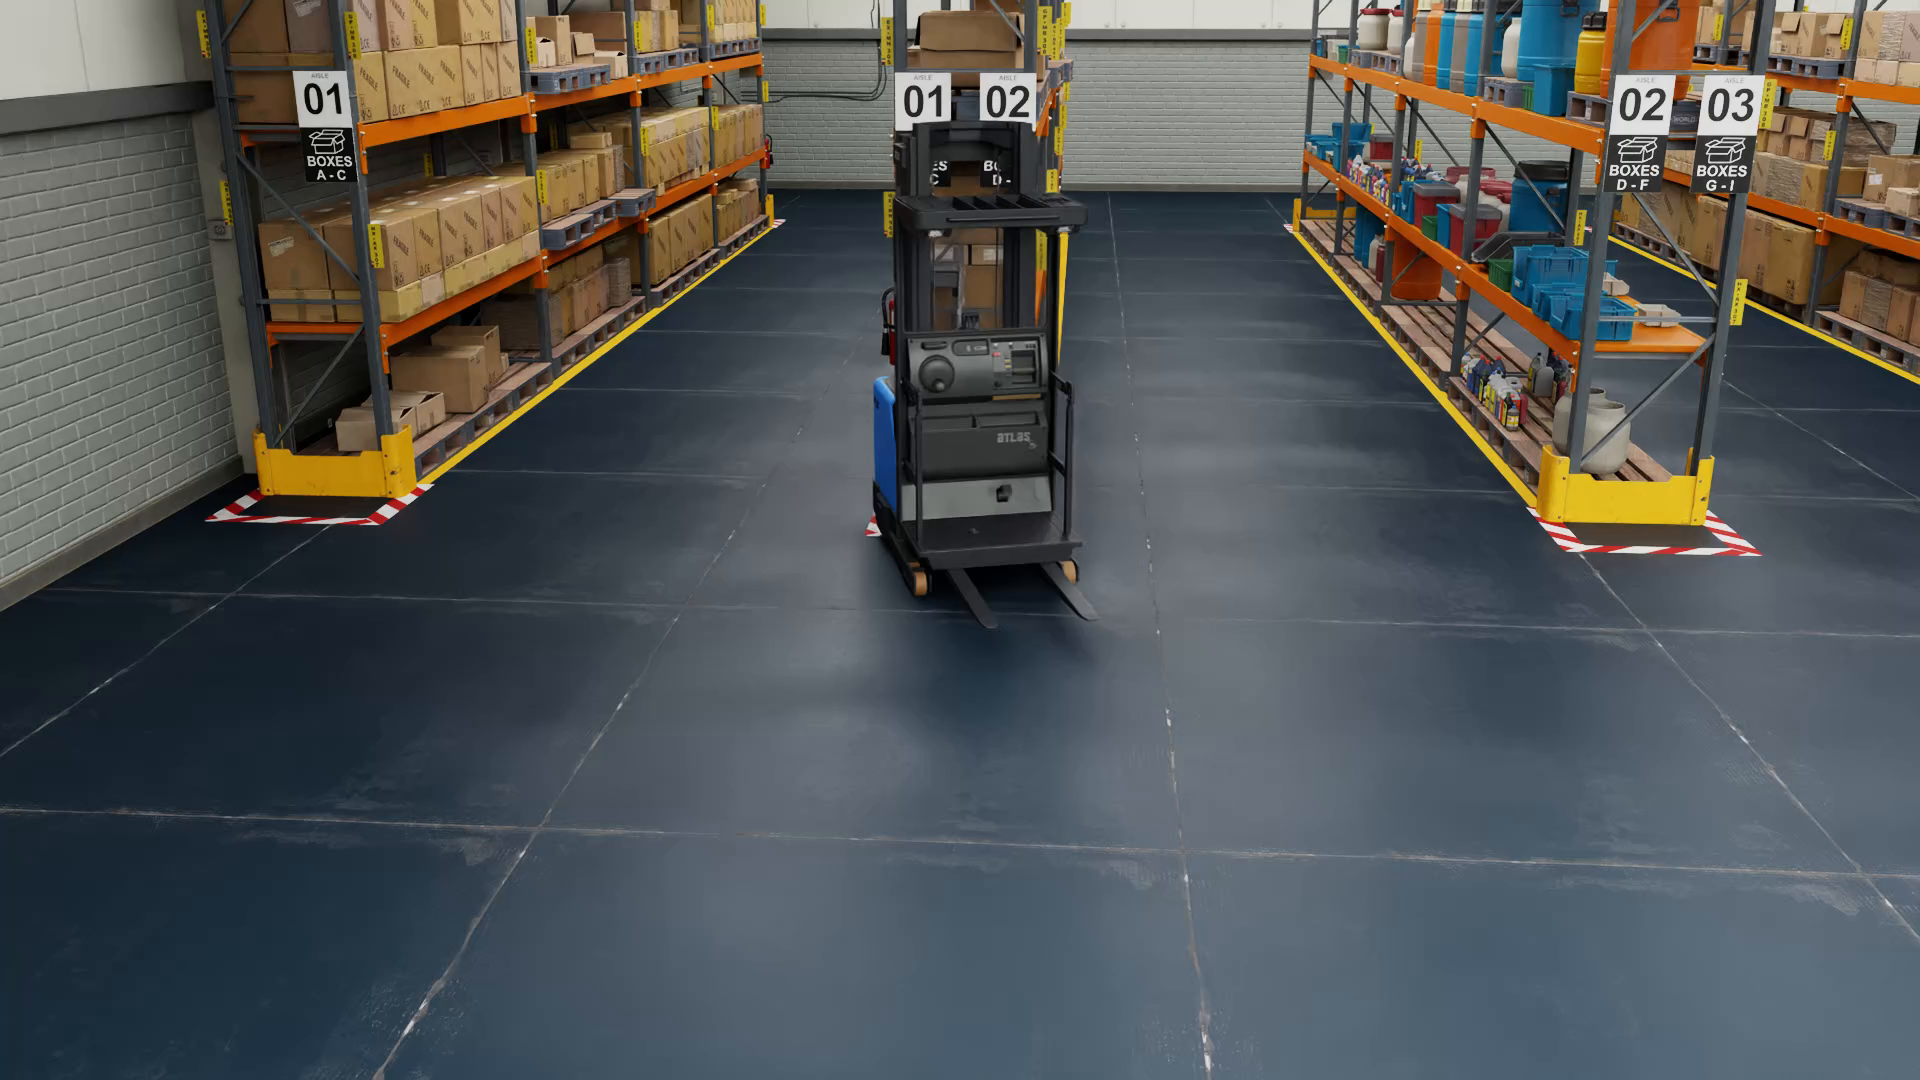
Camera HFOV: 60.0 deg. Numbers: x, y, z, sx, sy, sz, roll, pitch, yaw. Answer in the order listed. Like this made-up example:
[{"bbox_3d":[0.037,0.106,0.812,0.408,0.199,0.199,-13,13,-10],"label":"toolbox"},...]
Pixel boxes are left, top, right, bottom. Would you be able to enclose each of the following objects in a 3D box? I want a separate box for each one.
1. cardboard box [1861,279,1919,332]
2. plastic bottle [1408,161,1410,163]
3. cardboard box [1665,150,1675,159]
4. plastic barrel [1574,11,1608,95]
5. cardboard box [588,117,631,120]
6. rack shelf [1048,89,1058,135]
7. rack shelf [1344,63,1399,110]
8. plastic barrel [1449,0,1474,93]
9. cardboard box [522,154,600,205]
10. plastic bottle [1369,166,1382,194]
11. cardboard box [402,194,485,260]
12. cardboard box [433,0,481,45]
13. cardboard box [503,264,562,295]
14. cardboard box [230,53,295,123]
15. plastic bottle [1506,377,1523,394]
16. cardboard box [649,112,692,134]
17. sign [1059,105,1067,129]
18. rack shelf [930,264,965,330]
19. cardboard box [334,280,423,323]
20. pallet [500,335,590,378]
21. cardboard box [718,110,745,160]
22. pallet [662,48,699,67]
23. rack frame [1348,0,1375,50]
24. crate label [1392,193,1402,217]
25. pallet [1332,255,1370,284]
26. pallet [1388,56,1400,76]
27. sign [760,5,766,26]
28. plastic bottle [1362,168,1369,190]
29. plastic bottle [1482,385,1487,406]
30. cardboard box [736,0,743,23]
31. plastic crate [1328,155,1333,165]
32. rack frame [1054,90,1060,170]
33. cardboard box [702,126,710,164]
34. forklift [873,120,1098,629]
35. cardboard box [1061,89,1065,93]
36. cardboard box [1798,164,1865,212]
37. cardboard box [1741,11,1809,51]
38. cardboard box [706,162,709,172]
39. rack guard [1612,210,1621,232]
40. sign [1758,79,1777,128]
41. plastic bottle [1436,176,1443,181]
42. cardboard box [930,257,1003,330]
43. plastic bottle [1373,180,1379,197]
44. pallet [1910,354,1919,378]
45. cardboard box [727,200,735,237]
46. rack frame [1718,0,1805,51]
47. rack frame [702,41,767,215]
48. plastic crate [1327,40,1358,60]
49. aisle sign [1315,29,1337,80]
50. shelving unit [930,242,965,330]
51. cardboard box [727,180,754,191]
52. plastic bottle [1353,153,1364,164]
[{"bbox_3d":[10.436,-2.588,18.311,0.700,0.500,0.500,0,18,-1],"label":"cardboard box"},{"bbox_3d":[6.105,-4.998,22.559,0.152,0.276,0.135,1,18,4],"label":"plastic bottle"},{"bbox_3d":[10.619,-5.722,24.332,0.500,0.250,0.500,2,18,5],"label":"cardboard box"},{"bbox_3d":[4.932,-3.645,12.435,0.600,0.588,0.600,0,18,0],"label":"plastic barrel"},{"bbox_3d":[-4.476,-5.301,21.408,0.500,0.250,0.500,1,18,3],"label":"cardboard box"},{"bbox_3d":[0.467,-4.632,17.581,1.077,0.370,4.000,1,18,4],"label":"rack shelf"},{"bbox_3d":[5.694,-5.763,21.031,1.077,0.370,4.000,1,18,4],"label":"rack shelf"},{"bbox_3d":[5.131,-4.845,16.271,0.600,0.901,0.600,0,18,0],"label":"plastic barrel"},{"bbox_3d":[-4.422,-4.002,18.453,0.700,0.500,0.500,1,18,4],"label":"cardboard box"},{"bbox_3d":[5.289,-4.573,21.142,0.144,0.351,0.185,1,18,4],"label":"plastic bottle"},{"bbox_3d":[-4.457,-2.705,14.365,0.500,0.500,0.500,2,18,6],"label":"cardboard box"},{"bbox_3d":[-4.439,-4.500,14.223,0.500,0.500,0.500,1,18,2],"label":"cardboard box"},{"bbox_3d":[-4.553,-2.780,17.694,0.500,0.250,0.500,1,18,3],"label":"cardboard box"},{"bbox_3d":[-5.127,-3.412,12.510,0.500,0.500,0.500,3,18,8],"label":"cardboard box"},{"bbox_3d":[4.898,-1.303,14.750,0.152,0.276,0.135,1,18,4],"label":"plastic bottle"},{"bbox_3d":[-3.905,-5.608,22.347,0.500,0.250,0.500,2,18,5],"label":"cardboard box"},{"bbox_3d":[1.451,-5.951,23.408,0.100,0.325,0.005,1,18,4],"label":"sign"},{"bbox_3d":[-0.200,-1.783,12.070,0.431,0.518,0.480,1,6,-5],"label":"rack shelf"},{"bbox_3d":[-4.553,-1.877,13.044,0.500,0.250,0.500,1,18,2],"label":"cardboard box"},{"bbox_3d":[-4.563,-1.954,17.546,1.003,0.211,1.213,1,18,4],"label":"pallet"},{"bbox_3d":[-3.889,-6.285,25.805,0.980,0.700,0.700,0,18,1],"label":"cardboard box"},{"bbox_3d":[-4.061,-6.570,22.647,0.805,0.209,1.217,1,18,2],"label":"pallet"},{"bbox_3d":[5.837,-8.151,22.348,1.000,3.000,0.127,1,18,4],"label":"rack frame"},{"bbox_3d":[5.147,-3.856,19.143,0.303,0.233,0.416,1,18,4],"label":"crate label"},{"bbox_3d":[5.741,-3.737,22.987,1.003,0.211,1.213,1,18,4],"label":"pallet"},{"bbox_3d":[5.703,-5.629,19.771,1.003,0.211,1.213,1,18,4],"label":"pallet"},{"bbox_3d":[-3.217,-8.556,27.105,0.100,0.325,0.005,1,18,4],"label":"sign"},{"bbox_3d":[5.306,-4.709,21.683,0.097,0.271,0.097,0,18,0],"label":"plastic bottle"},{"bbox_3d":[4.735,-1.308,14.884,0.097,0.201,0.097,0,18,0],"label":"plastic bottle"},{"bbox_3d":[-3.613,-8.171,25.426,0.500,0.500,0.500,0,18,1],"label":"cardboard box"},{"bbox_3d":[5.650,-5.552,24.394,0.437,0.125,0.590,1,18,4],"label":"plastic crate"},{"bbox_3d":[0.897,-5.412,23.623,1.000,3.000,0.127,1,18,4],"label":"rack frame"},{"bbox_3d":[-3.826,-5.571,23.437,0.500,0.500,0.500,1,18,3],"label":"cardboard box"},{"bbox_3d":[0.166,-1.152,10.732,1.130,2.935,3.031,-4,19,-12],"label":"forklift"},{"bbox_3d":[1.391,-6.876,26.323,0.500,0.500,0.500,2,18,5],"label":"cardboard box"},{"bbox_3d":[10.279,-4.154,19.622,0.500,0.500,0.500,2,18,6],"label":"cardboard box"},{"bbox_3d":[10.746,-6.682,21.846,0.700,0.500,0.500,2,18,5],"label":"cardboard box"},{"bbox_3d":[-3.786,-5.300,23.653,0.380,0.149,0.250,1,18,4],"label":"cardboard box"},{"bbox_3d":[11.066,-5.252,27.148,1.175,0.500,0.348,1,18,4],"label":"rack guard"},{"bbox_3d":[5.526,-2.989,11.398,0.100,0.325,0.005,1,18,4],"label":"sign"},{"bbox_3d":[5.999,-4.416,20.790,0.097,0.271,0.097,0,18,0],"label":"plastic bottle"},{"bbox_3d":[0.083,-1.877,12.675,0.700,0.500,0.500,1,18,4],"label":"cardboard box"},{"bbox_3d":[5.246,-4.418,20.906,0.097,0.201,0.097,0,18,0],"label":"plastic bottle"},{"bbox_3d":[10.258,-1.622,16.534,1.003,0.211,1.213,1,18,4],"label":"pallet"},{"bbox_3d":[-3.849,-4.919,25.458,0.700,0.500,0.500,1,18,3],"label":"cardboard box"},{"bbox_3d":[10.778,-8.041,22.010,1.000,3.000,0.127,1,18,4],"label":"rack frame"},{"bbox_3d":[-3.757,-6.764,27.748,1.000,3.000,0.127,1,18,4],"label":"rack frame"},{"bbox_3d":[5.657,-7.230,24.545,0.437,0.282,0.530,1,18,4],"label":"plastic crate"},{"bbox_3d":[5.833,-7.807,26.757,0.394,0.787,0.004,1,18,4],"label":"aisle sign"},{"bbox_3d":[-0.222,-1.101,12.144,0.431,2.100,0.503,1,6,-5],"label":"shelving unit"},{"bbox_3d":[-3.553,-5.741,26.924,0.380,0.149,0.250,2,18,5],"label":"cardboard box"},{"bbox_3d":[5.486,-5.162,22.940,0.144,0.351,0.185,1,18,4],"label":"plastic bottle"}]
